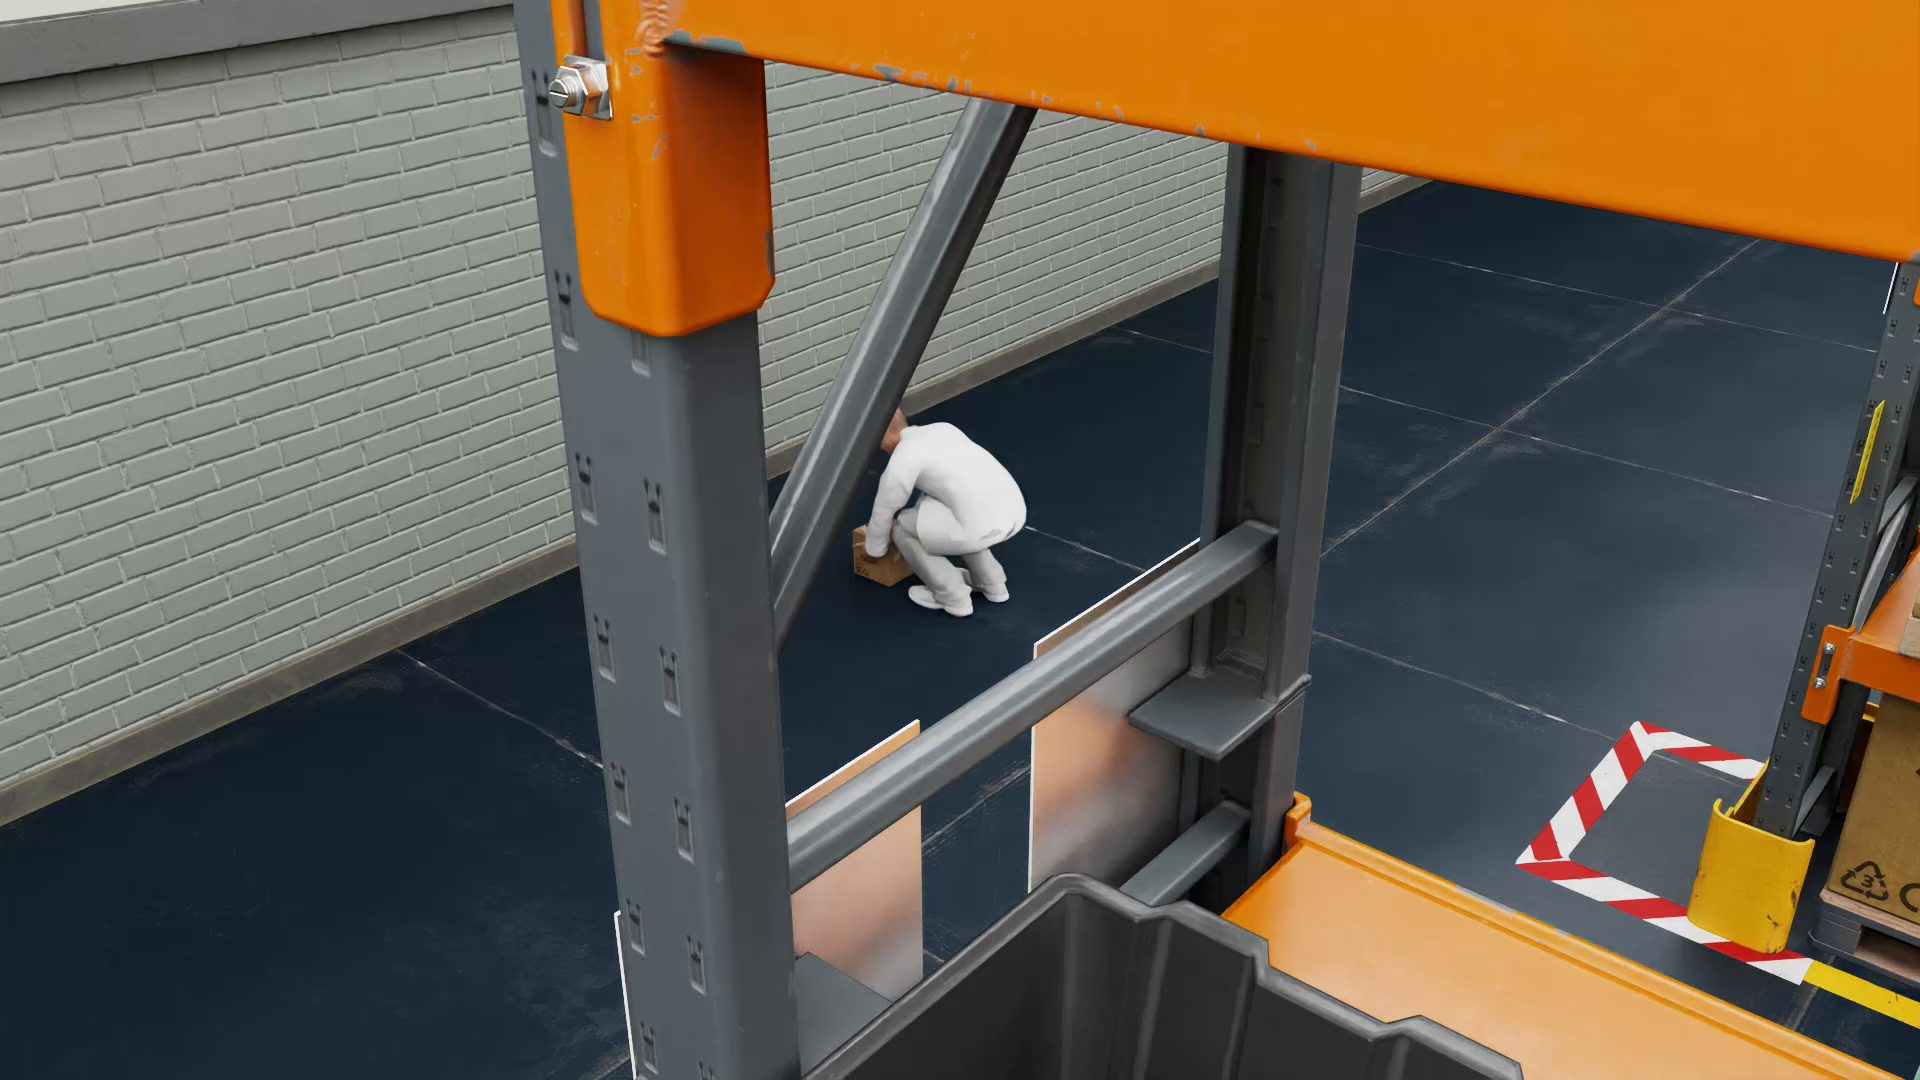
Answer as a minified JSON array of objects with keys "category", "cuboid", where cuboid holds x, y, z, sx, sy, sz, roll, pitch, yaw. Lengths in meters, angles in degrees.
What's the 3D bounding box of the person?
[{"category":"person","cuboid":[-0.094,-0.157,8.320,0.902,0.983,0.610,20,33,34]}]
